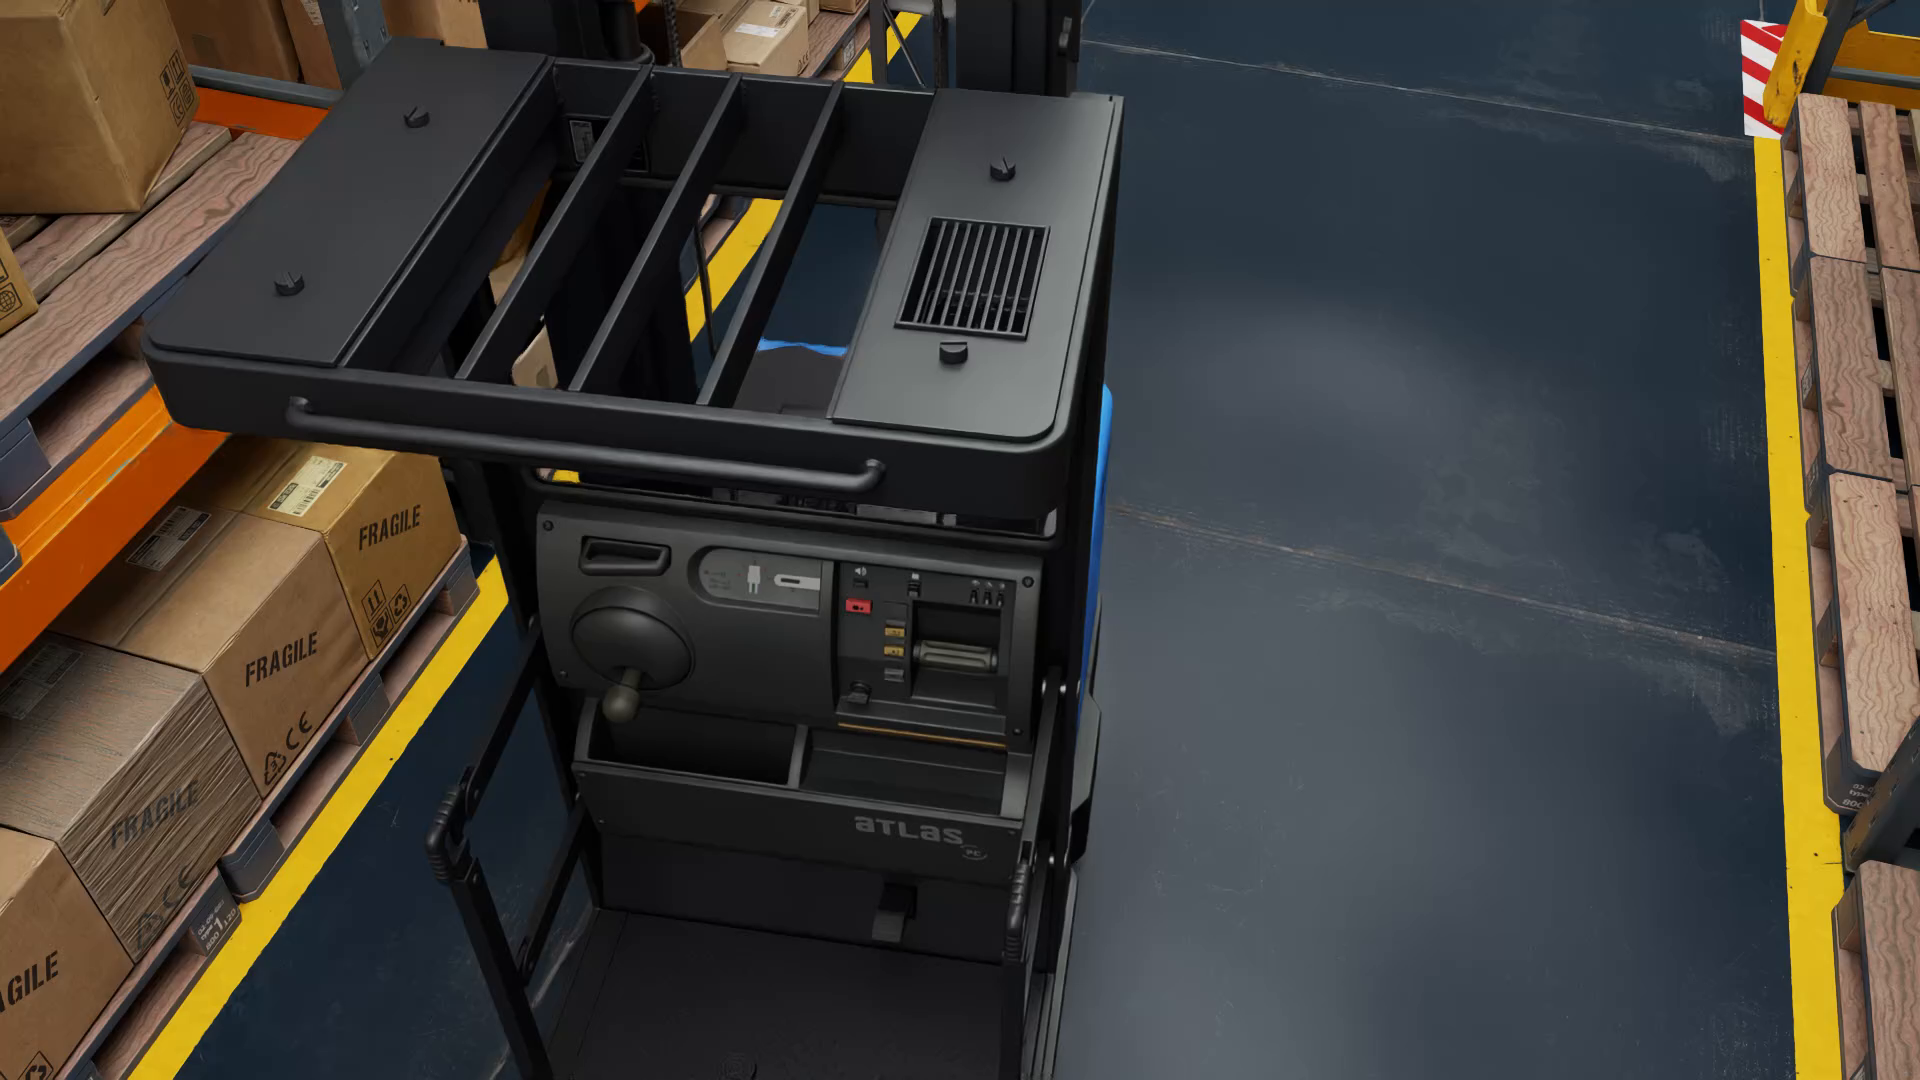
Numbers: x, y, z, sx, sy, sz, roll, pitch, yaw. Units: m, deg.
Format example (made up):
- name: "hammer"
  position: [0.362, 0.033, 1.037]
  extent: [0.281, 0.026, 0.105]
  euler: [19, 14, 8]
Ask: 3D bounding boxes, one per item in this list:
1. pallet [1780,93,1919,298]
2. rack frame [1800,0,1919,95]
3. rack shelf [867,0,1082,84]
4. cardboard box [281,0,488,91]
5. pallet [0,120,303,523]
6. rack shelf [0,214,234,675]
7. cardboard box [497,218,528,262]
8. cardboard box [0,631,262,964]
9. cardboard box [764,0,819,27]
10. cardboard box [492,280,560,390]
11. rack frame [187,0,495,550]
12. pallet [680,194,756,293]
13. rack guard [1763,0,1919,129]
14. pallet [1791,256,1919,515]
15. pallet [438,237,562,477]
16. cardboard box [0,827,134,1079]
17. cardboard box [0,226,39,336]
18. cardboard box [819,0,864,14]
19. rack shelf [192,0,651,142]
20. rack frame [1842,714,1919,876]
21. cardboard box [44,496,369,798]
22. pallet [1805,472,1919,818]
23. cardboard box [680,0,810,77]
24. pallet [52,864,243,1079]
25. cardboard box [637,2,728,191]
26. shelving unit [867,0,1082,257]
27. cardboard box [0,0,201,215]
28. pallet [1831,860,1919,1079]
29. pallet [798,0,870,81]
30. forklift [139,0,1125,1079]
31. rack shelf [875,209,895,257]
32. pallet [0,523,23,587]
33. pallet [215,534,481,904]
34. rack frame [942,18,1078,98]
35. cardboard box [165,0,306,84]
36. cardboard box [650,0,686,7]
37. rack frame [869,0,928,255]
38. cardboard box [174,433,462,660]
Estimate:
- name: "pallet"
  position: [3.737, -1.262, 6.388]
  extent: [1.003, 0.211, 1.213]
  euler: [13, 46, 13]
- name: "rack frame"
  position: [4.024, -2.800, 5.966]
  extent: [1.000, 3.000, 0.127]
  euler: [13, 46, 13]
- name: "rack shelf"
  position: [0.050, -1.351, 4.148]
  extent: [0.431, 0.518, 0.480]
  euler: [13, 46, 13]
- name: "cardboard box"
  position: [-1.493, -1.503, 4.570]
  extent: [0.500, 0.500, 0.500]
  euler: [14, 46, 14]
- name: "pallet"
  position: [-2.253, -0.607, 3.863]
  extent: [1.003, 0.211, 1.213]
  euler: [13, 46, 13]
- name: "rack shelf"
  position: [-2.513, 0.405, 3.206]
  extent: [1.077, 0.370, 4.000]
  euler: [13, 46, 13]
- name: "cardboard box"
  position: [-1.778, -1.321, 6.063]
  extent: [0.500, 0.311, 0.500]
  euler: [13, 46, 13]
- name: "cardboard box"
  position: [-2.094, 0.603, 3.962]
  extent: [0.500, 0.500, 0.500]
  euler: [13, 46, 13]
- name: "cardboard box"
  position: [-0.834, -2.330, 7.198]
  extent: [0.380, 0.166, 0.250]
  euler: [13, 46, 13]
- name: "cardboard box"
  position: [-1.574, -0.615, 5.342]
  extent: [0.500, 0.311, 0.500]
  euler: [13, 46, 13]
- name: "rack frame"
  position: [-1.907, -1.185, 4.316]
  extent: [1.000, 3.000, 0.127]
  euler: [13, 46, 13]
- name: "pallet"
  position: [-1.331, -1.462, 6.593]
  extent: [1.003, 0.211, 1.213]
  euler: [13, 46, 13]
- name: "rack guard"
  position: [4.019, -1.925, 6.860]
  extent: [1.175, 0.500, 0.348]
  euler: [13, 46, 13]
- name: "pallet"
  position: [3.366, -0.451, 5.560]
  extent: [1.003, 0.211, 1.213]
  euler: [13, 46, 13]
- name: "pallet"
  position: [-1.698, -0.646, 5.759]
  extent: [1.003, 0.211, 1.213]
  euler: [13, 46, 13]
- name: "cardboard box"
  position: [-2.245, 0.942, 3.615]
  extent: [0.500, 0.500, 0.500]
  euler: [11, 45, 11]
- name: "cardboard box"
  position: [-2.412, -0.631, 3.378]
  extent: [0.700, 0.500, 0.500]
  euler: [19, 48, 19]
- name: "cardboard box"
  position: [-0.626, -2.701, 7.338]
  extent: [0.500, 0.500, 0.500]
  euler: [13, 46, 13]
- name: "rack shelf"
  position: [-1.302, -2.261, 5.930]
  extent: [1.077, 0.370, 4.000]
  euler: [13, 46, 13]
- name: "rack frame"
  position: [2.812, -0.133, 3.242]
  extent: [1.000, 3.000, 0.127]
  euler: [13, 46, 13]
- name: "cardboard box"
  position: [-1.941, 0.268, 4.304]
  extent: [0.500, 0.500, 0.500]
  euler: [13, 46, 13]
- name: "pallet"
  position: [2.998, 0.365, 4.726]
  extent: [1.003, 0.211, 1.213]
  euler: [13, 46, 13]
- name: "cardboard box"
  position: [-0.942, -1.984, 6.785]
  extent: [0.500, 0.250, 0.500]
  euler: [13, 46, 13]
- name: "pallet"
  position: [-2.485, 1.178, 3.896]
  extent: [1.003, 0.211, 1.213]
  euler: [13, 46, 13]
- name: "cardboard box"
  position: [-1.343, -1.703, 6.316]
  extent: [0.797, 0.503, 0.637]
  euler: [13, 46, 13]
- name: "shelving unit"
  position: [0.050, -0.861, 4.628]
  extent: [0.431, 2.100, 0.503]
  euler: [13, 46, 13]
- name: "cardboard box"
  position: [-2.264, -1.102, 3.860]
  extent: [0.700, 0.500, 0.500]
  euler: [-1, 44, -1]
- name: "pallet"
  position: [2.539, 1.369, 3.700]
  extent: [1.003, 0.211, 1.213]
  euler: [13, 46, 13]
- name: "pallet"
  position: [-0.960, -2.272, 7.421]
  extent: [1.003, 0.211, 1.213]
  euler: [13, 46, 13]
- name: "forklift"
  position: [-0.352, 0.262, 2.886]
  extent: [1.130, 2.935, 3.031]
  euler: [7, 45, 7]
- name: "rack shelf"
  position: [0.050, -0.851, 4.638]
  extent: [0.431, 0.518, 0.480]
  euler: [13, 46, 13]
- name: "pallet"
  position: [-2.534, 0.253, 2.984]
  extent: [1.003, 0.211, 1.213]
  euler: [13, 46, 13]
- name: "pallet"
  position: [-2.118, 0.362, 4.729]
  extent: [1.003, 0.211, 1.213]
  euler: [13, 46, 13]
- name: "rack frame"
  position: [0.124, -1.023, 4.795]
  extent: [0.400, 2.100, 0.015]
  euler: [13, 46, 13]
- name: "cardboard box"
  position: [-2.000, -1.608, 4.677]
  extent: [0.500, 0.500, 0.500]
  euler: [13, 46, 13]
- name: "cardboard box"
  position: [-1.434, -2.057, 6.859]
  extent: [0.500, 0.250, 0.500]
  euler: [13, 46, 13]
- name: "rack frame"
  position: [-0.024, -0.698, 4.462]
  extent: [0.400, 2.100, 0.015]
  euler: [13, 46, 13]
- name: "cardboard box"
  position: [-1.784, -0.059, 4.639]
  extent: [0.500, 0.500, 0.500]
  euler: [12, 46, 12]
